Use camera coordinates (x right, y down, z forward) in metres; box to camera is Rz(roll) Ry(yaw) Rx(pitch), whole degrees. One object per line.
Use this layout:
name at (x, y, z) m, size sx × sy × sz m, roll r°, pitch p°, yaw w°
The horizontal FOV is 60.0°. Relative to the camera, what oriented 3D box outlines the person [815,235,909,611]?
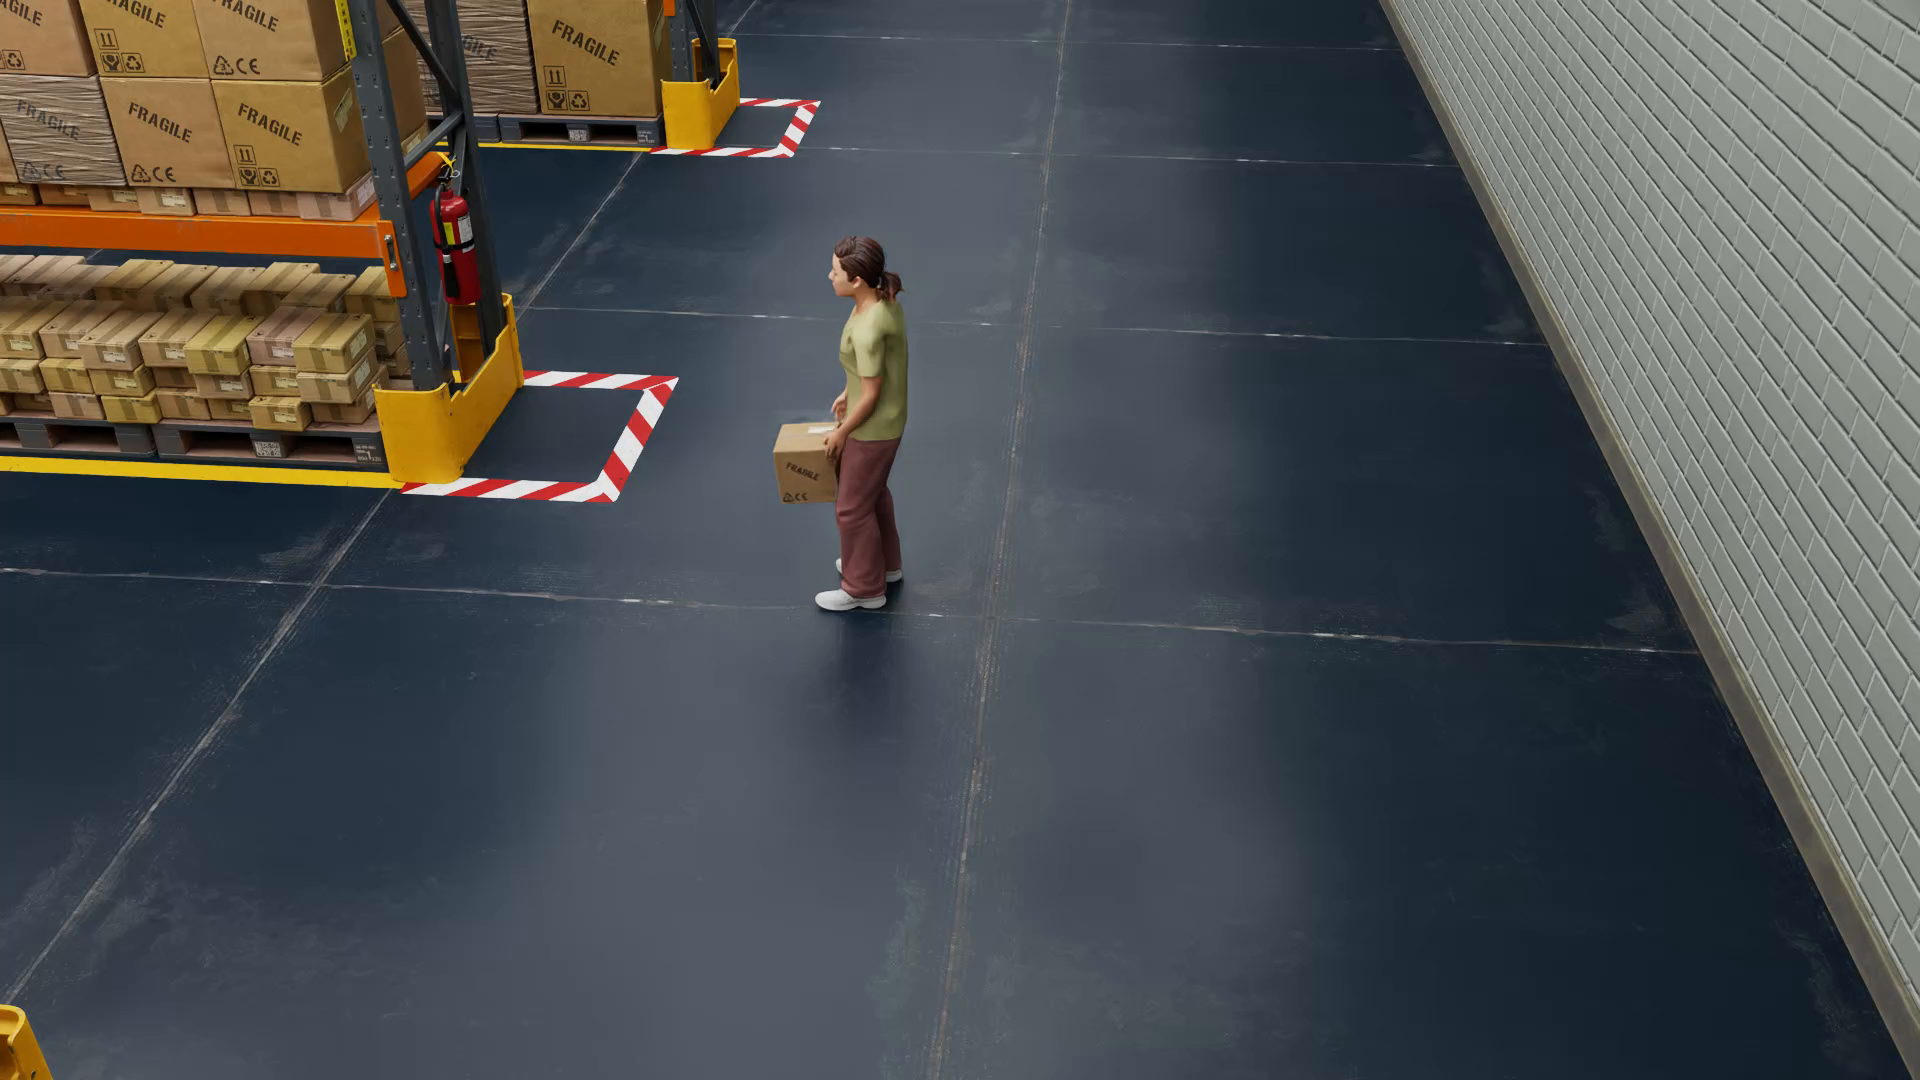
person at (-0.417, -0.469, 6.882) m, size 0.414 × 1.676 × 0.477 m, roll 2°, pitch 32°, yaw 3°
